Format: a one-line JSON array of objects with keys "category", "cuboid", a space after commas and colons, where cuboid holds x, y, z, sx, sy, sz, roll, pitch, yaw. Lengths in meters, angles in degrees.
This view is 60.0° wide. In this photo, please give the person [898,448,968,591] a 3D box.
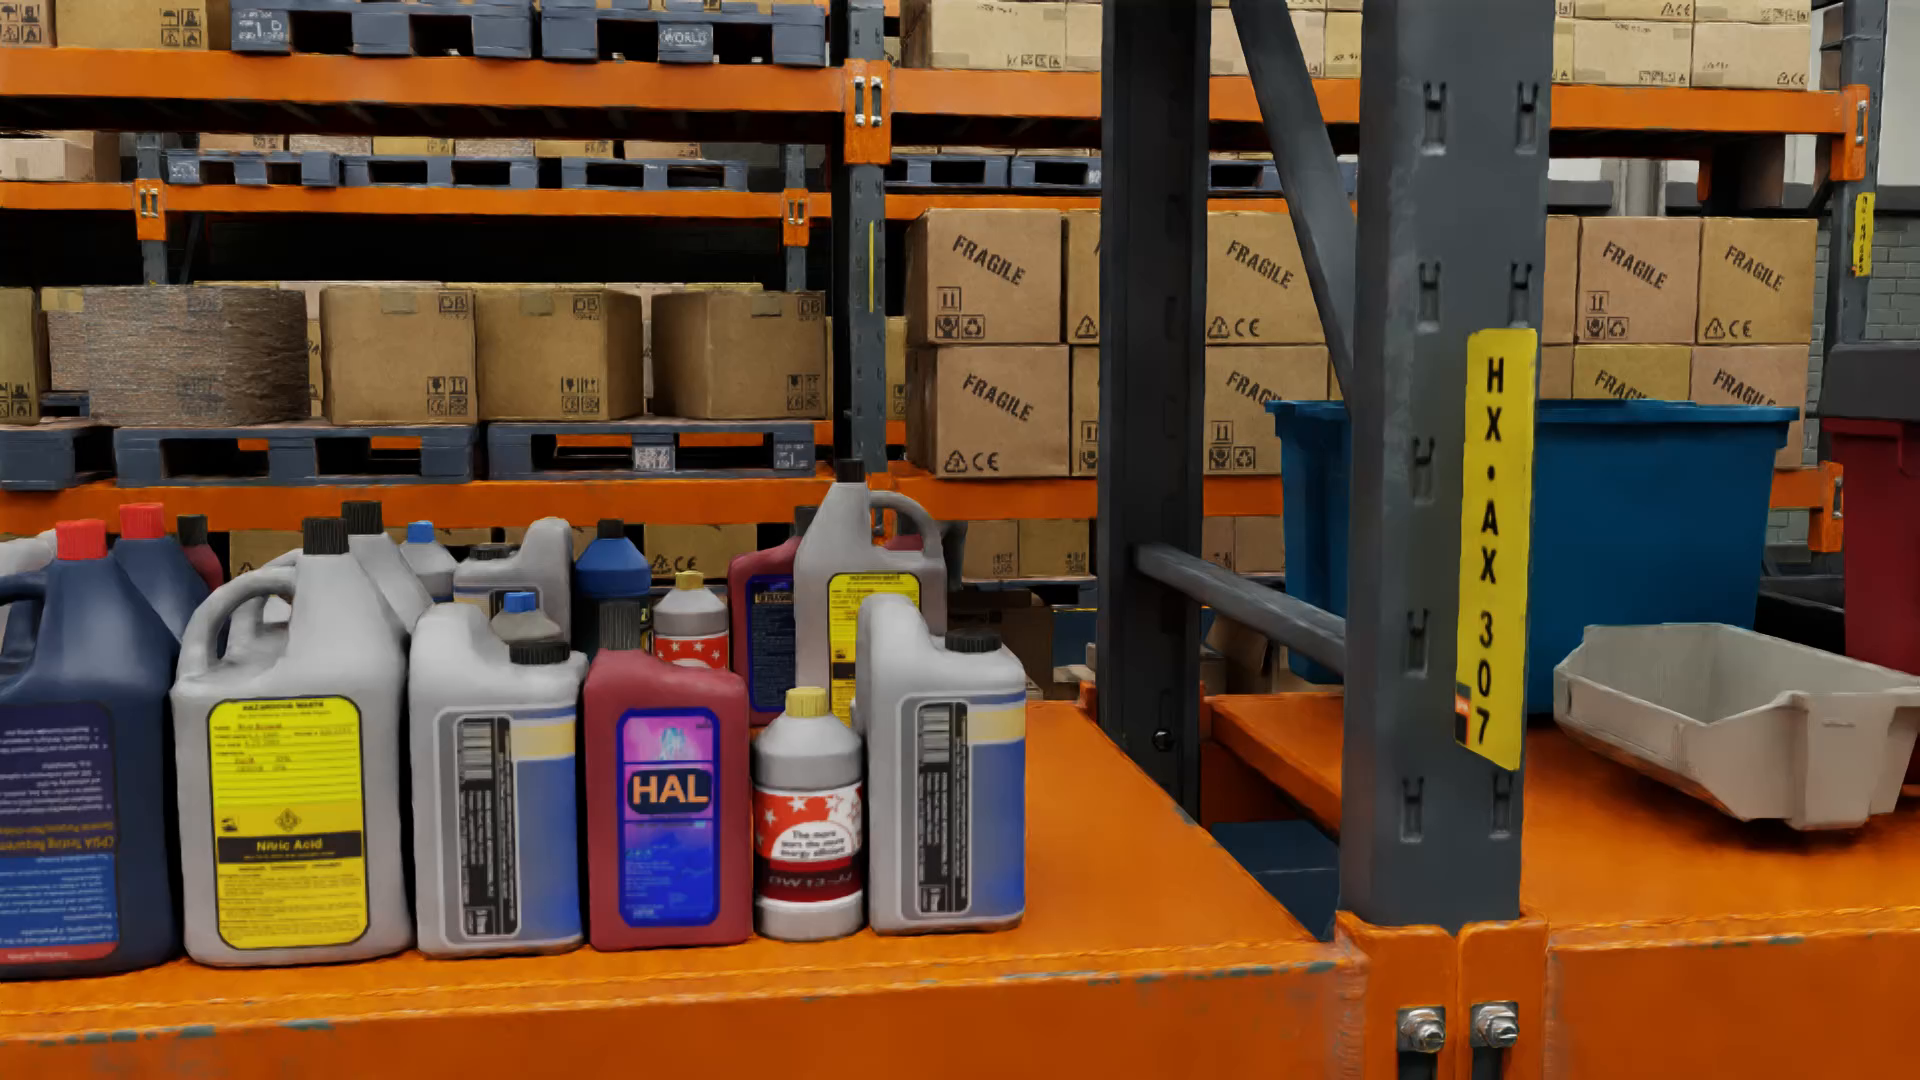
[{"category": "person", "cuboid": [-0.235, -0.097, 9.064, 0.572, 1.679, 0.529, 6, 9, 40]}]
